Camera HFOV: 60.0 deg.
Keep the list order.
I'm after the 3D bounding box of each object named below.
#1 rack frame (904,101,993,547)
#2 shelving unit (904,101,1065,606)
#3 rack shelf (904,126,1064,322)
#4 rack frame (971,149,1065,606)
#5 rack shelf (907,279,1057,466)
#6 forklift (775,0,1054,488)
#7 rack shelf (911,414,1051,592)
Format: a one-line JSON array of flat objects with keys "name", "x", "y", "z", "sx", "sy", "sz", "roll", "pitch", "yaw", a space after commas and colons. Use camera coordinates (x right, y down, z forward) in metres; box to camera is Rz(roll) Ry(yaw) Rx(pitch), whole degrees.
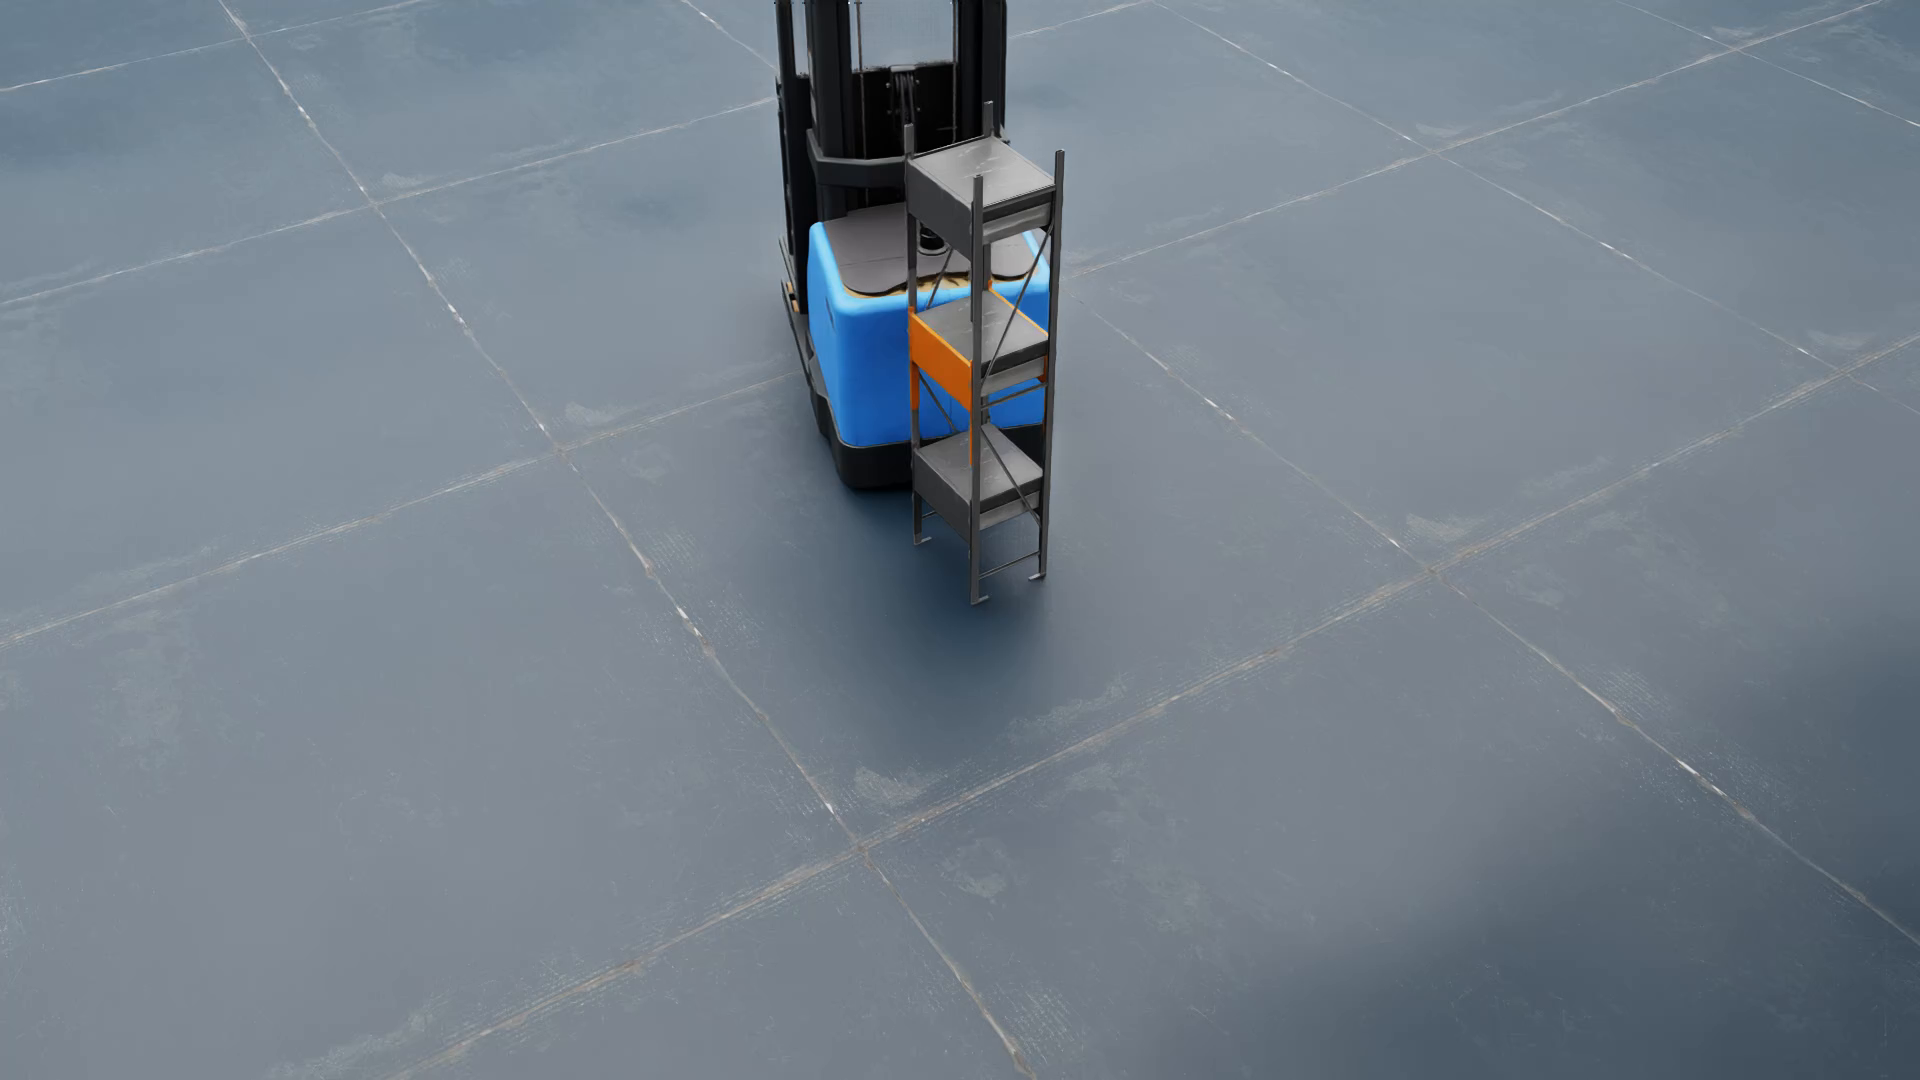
[{"name": "rack frame", "x": -0.042, "y": -0.849, "z": 7.129, "sx": 0.400, "sy": 2.100, "sz": 0.015, "roll": -22, "pitch": 45, "yaw": -24}, {"name": "shelving unit", "x": 0.089, "y": -0.717, "z": 6.971, "sx": 0.431, "sy": 2.100, "sz": 0.503, "roll": -22, "pitch": 45, "yaw": -24}, {"name": "rack shelf", "x": 0.089, "y": -1.245, "z": 6.531, "sx": 0.431, "sy": 0.518, "sz": 0.480, "roll": -22, "pitch": 45, "yaw": -24}, {"name": "rack frame", "x": 0.220, "y": -0.586, "z": 6.813, "sx": 0.400, "sy": 2.100, "sz": 0.015, "roll": -22, "pitch": 45, "yaw": -24}, {"name": "rack shelf", "x": 0.089, "y": -0.707, "z": 6.979, "sx": 0.431, "sy": 0.518, "sz": 0.480, "roll": -22, "pitch": 45, "yaw": -24}, {"name": "forklift", "x": -0.373, "y": -2.322, "z": 8.247, "sx": 1.130, "sy": 2.935, "sz": 3.031, "roll": -8, "pitch": 41, "yaw": -10}, {"name": "rack shelf", "x": 0.089, "y": -0.169, "z": 7.427, "sx": 0.431, "sy": 0.518, "sz": 0.480, "roll": -22, "pitch": 45, "yaw": -24}]
